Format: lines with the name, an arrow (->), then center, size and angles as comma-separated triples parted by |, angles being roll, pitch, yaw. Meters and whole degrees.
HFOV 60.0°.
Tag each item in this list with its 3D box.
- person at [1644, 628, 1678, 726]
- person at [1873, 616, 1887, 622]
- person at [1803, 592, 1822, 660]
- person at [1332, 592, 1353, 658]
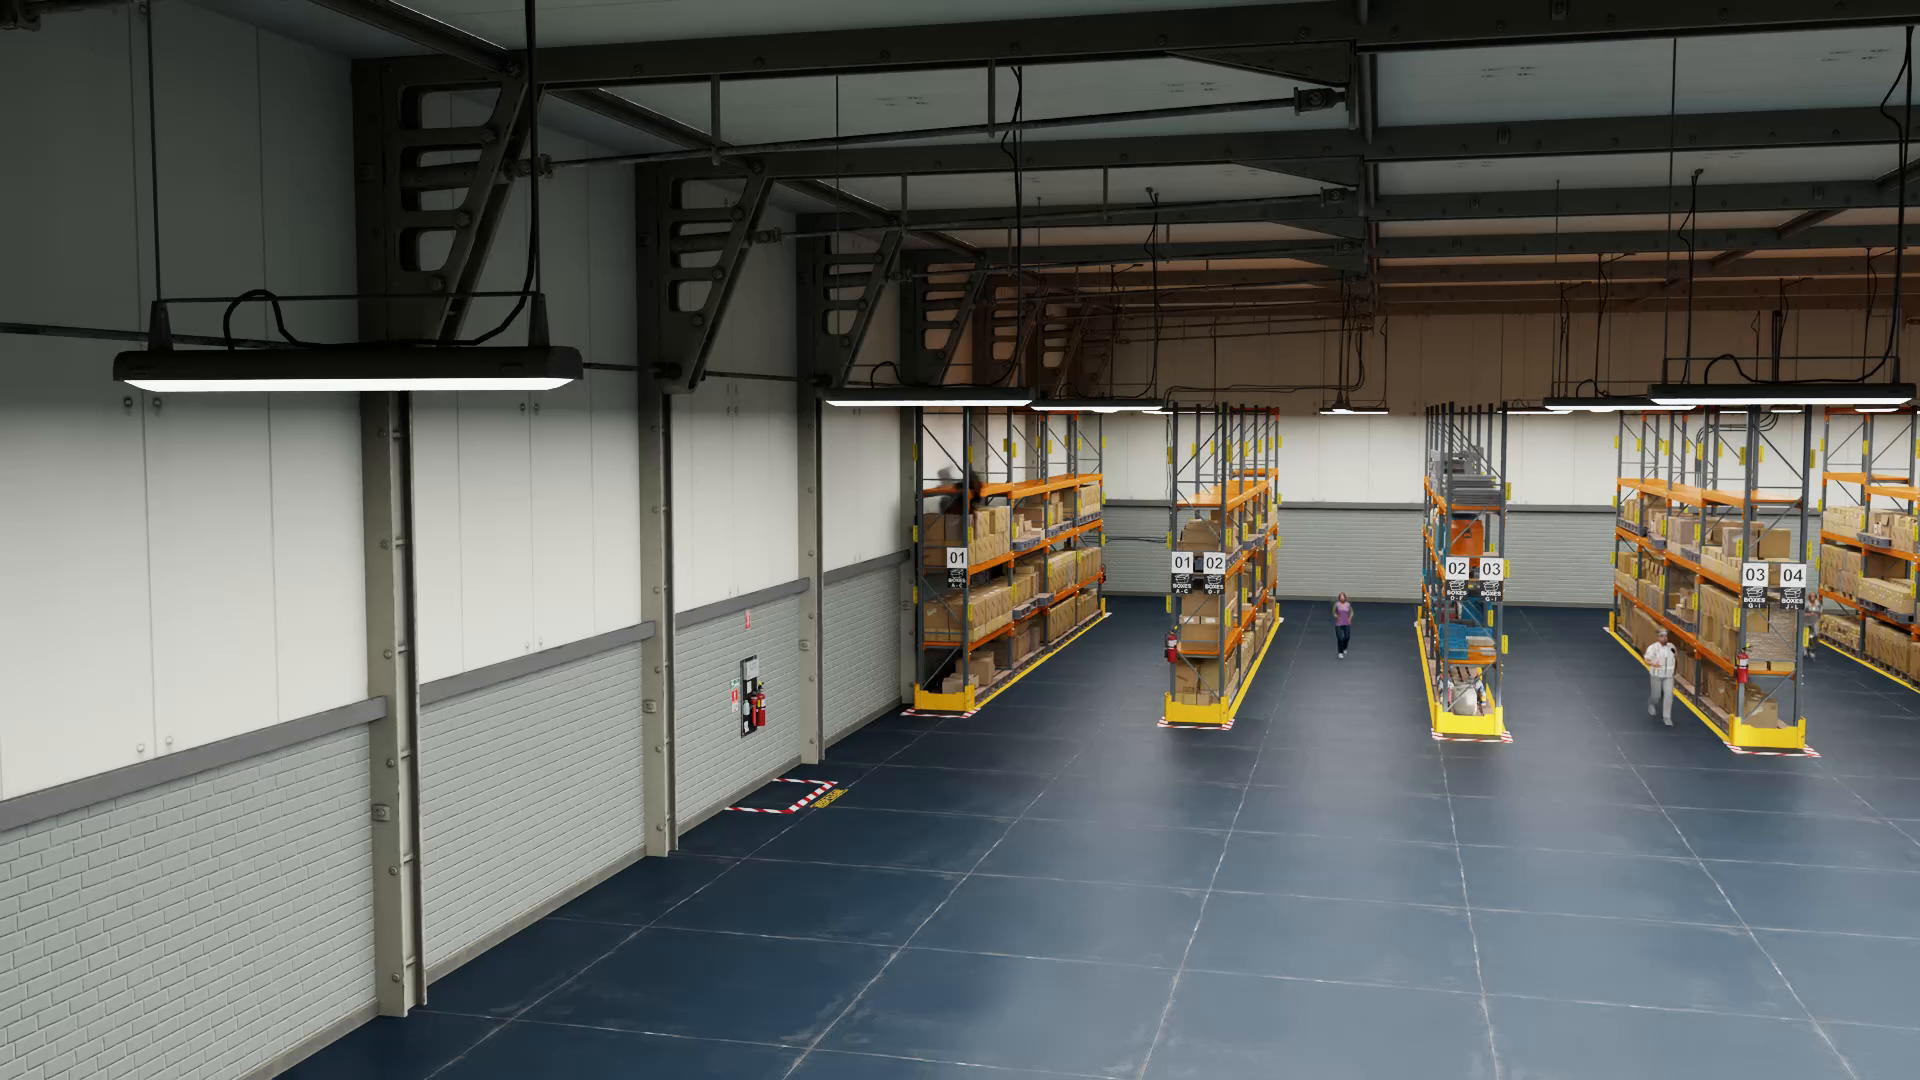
person -> 13.148, 2.533, 31.145 | 0.664, 1.779, 0.954 | 0, 4, 6
person -> 24.073, 1.660, 43.396 | 0.789, 1.733, 0.546 | -1, 4, -14
person -> 20.169, 2.018, 39.424 | 0.560, 1.616, 0.789 | 1, 4, 10
person -> 9.060, 2.031, 39.333 | 0.520, 1.537, 0.570 | 0, 4, 6
